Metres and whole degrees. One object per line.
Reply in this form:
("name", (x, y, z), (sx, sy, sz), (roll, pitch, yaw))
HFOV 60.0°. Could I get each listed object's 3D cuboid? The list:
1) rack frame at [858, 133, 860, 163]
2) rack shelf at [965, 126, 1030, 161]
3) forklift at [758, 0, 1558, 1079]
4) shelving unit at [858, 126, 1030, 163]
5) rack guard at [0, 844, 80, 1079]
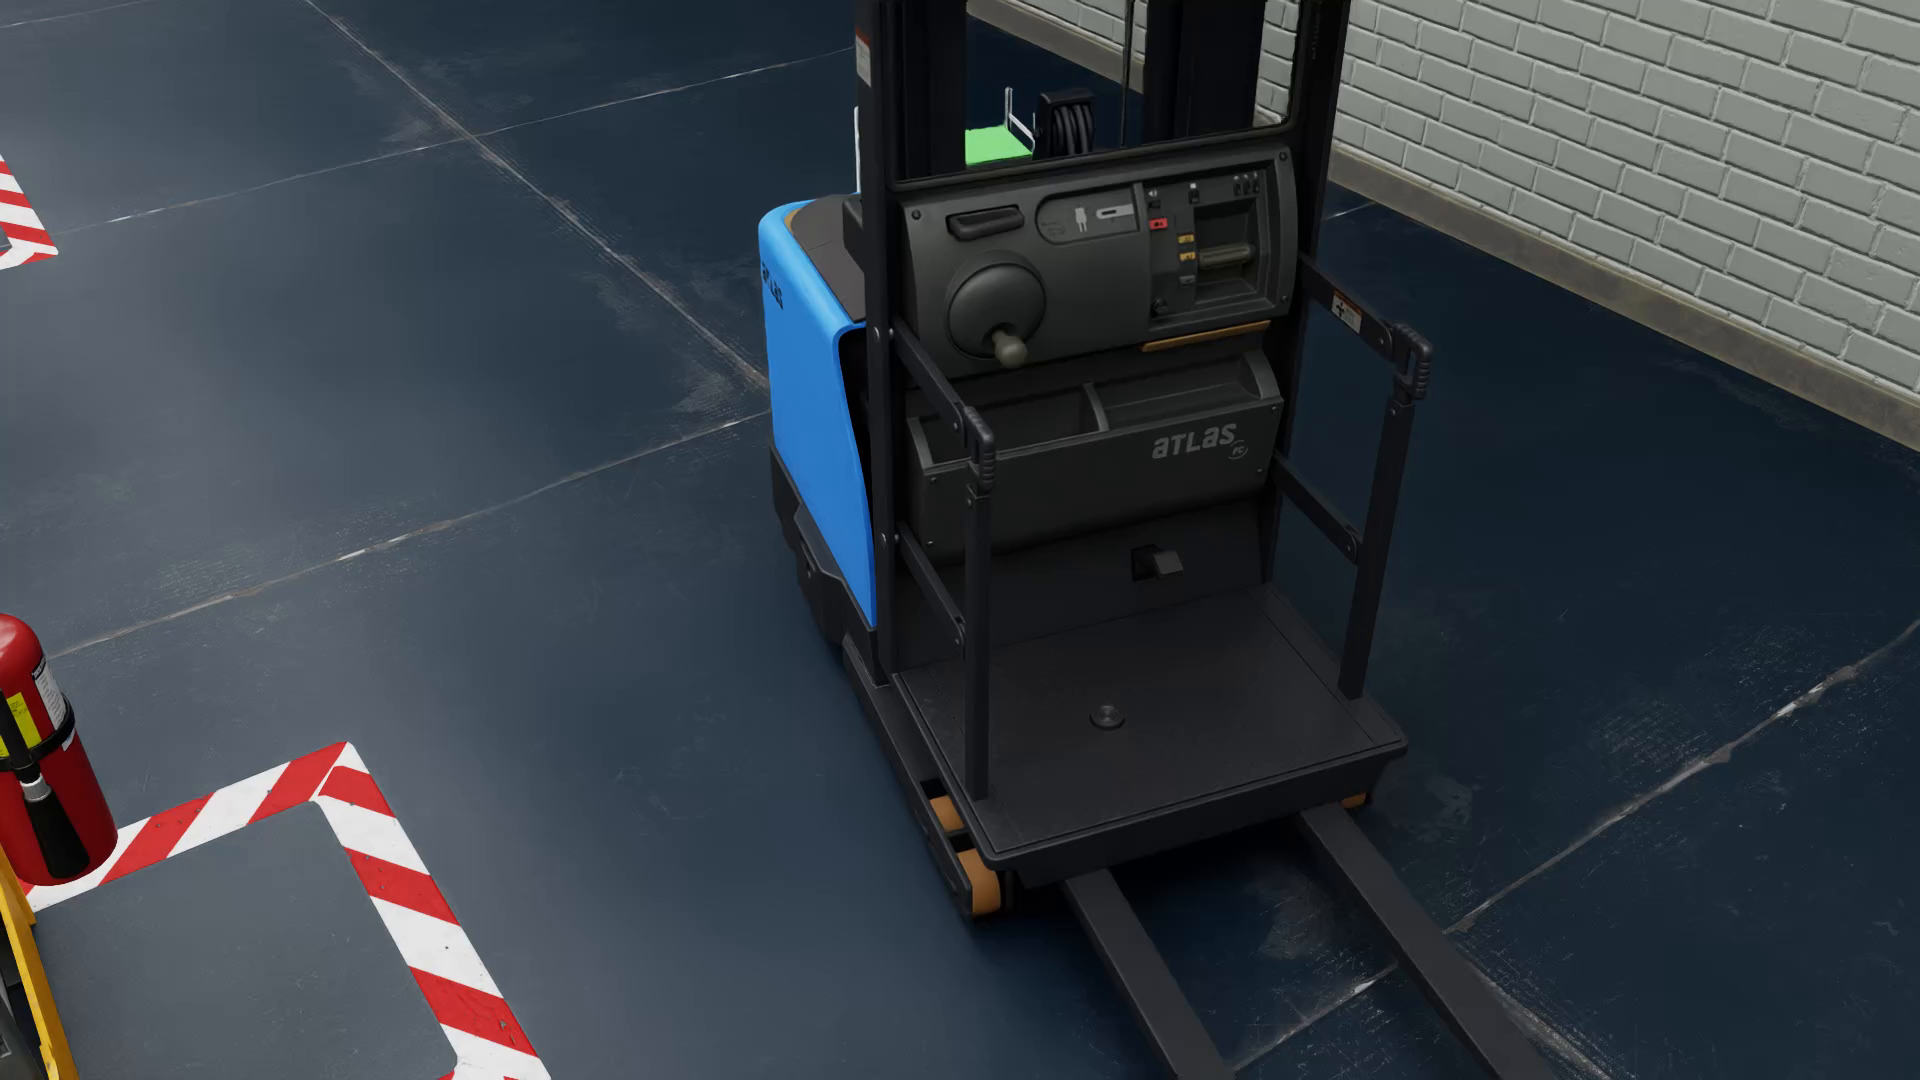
("rack frame", (-0.269, -0.749, 5.264), (0.006, 1.046, 0.228), (-12, 38, -17))
("rack shelf", (-0.041, -1.181, 5.061), (0.457, 0.021, 0.221), (-12, 38, -17))
("forklift", (0.405, -0.563, 3.523), (1.130, 2.935, 3.031), (-12, 38, -17))
("shelving unit", (-0.044, -0.799, 5.334), (0.487, 1.046, 0.258), (-12, 38, -17))
("rack guard", (-2.085, 0.991, 3.444), (0.348, 0.500, 1.175), (-22, 41, -28))
